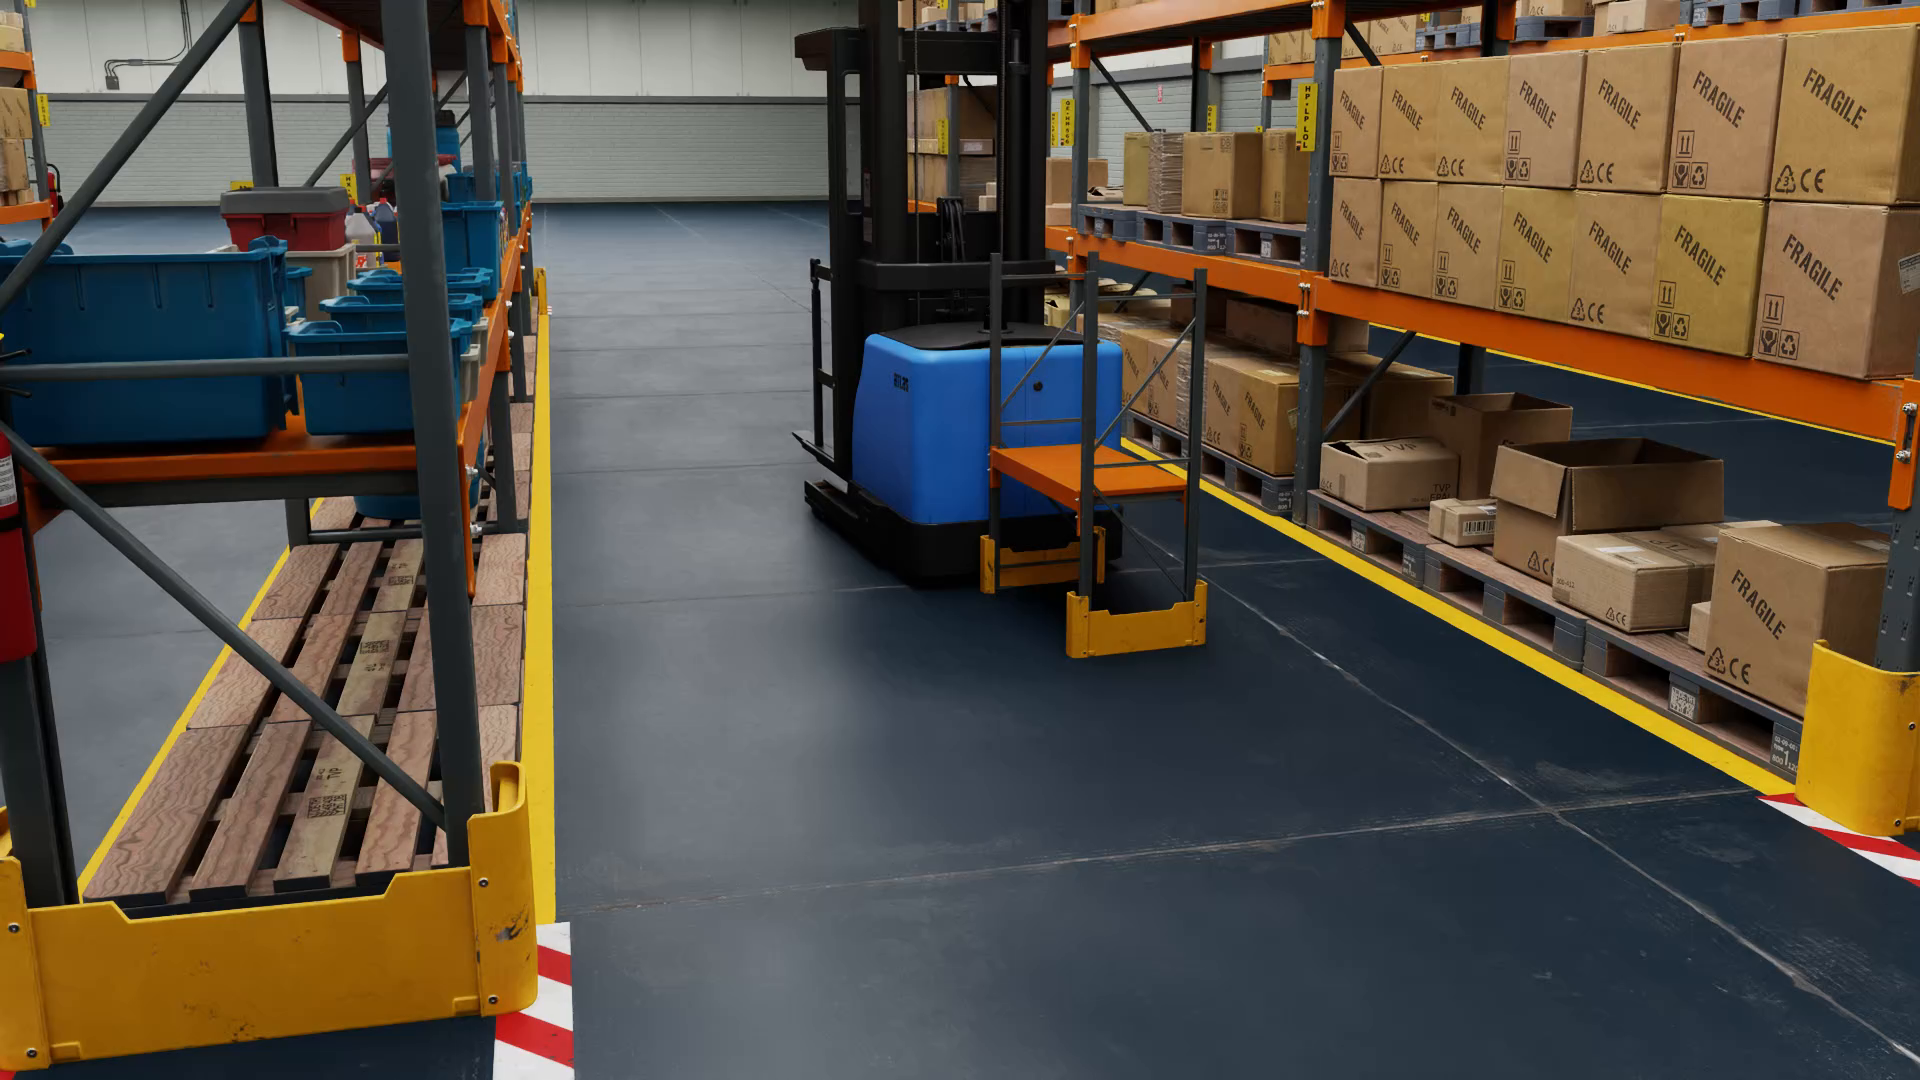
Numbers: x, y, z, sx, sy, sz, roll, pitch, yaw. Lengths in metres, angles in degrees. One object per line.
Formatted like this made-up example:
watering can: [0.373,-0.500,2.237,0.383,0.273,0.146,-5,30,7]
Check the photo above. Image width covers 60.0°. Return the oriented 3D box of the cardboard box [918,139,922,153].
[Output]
cardboard box: [-0.258,-4.176,17.622,0.380,0.149,0.250,-3,14,-11]

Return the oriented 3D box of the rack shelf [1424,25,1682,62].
rack shelf: [5.660,-4.331,15.029,1.077,0.370,4.000,-3,14,-13]

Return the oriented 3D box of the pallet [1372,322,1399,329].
pallet: [4.998,-2.483,18.145,1.003,0.211,1.213,-3,14,-13]

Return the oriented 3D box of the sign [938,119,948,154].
sign: [-0.163,-3.835,15.814,0.100,0.325,0.005,-3,14,-13]

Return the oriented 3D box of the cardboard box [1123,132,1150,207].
cardboard box: [1.573,-2.598,11.646,0.700,0.500,0.500,-9,16,-32]

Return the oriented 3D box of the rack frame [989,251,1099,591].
rack frame: [0.370,-0.522,7.404,0.500,1.500,0.032,-5,15,-19]

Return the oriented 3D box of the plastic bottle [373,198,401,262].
plastic bottle: [-3.237,-1.750,9.374,0.144,0.351,0.185,-3,14,-13]

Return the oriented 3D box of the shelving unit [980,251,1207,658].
shelving unit: [0.541,-0.406,6.930,0.587,1.500,1.083,-5,15,-19]

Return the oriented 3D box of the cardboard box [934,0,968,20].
cardboard box: [0.112,-5.574,17.203,0.797,0.503,0.637,-2,14,-7]

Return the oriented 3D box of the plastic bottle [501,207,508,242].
plastic bottle: [-2.936,-2.030,10.662,0.061,0.283,0.133,-3,14,-13]

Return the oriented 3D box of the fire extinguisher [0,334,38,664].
fire extinguisher: [-2.027,-0.085,3.404,0.296,0.674,0.183,-3,14,-13]

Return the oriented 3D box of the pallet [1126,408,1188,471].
pallet: [1.737,-0.675,10.745,1.003,0.211,1.213,-3,14,-13]

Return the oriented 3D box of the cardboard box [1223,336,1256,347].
cardboard box: [2.014,-1.041,10.709,0.500,0.500,0.500,-4,14,-15]

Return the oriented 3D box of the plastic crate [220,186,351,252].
plastic crate: [-2.595,-1.127,6.458,0.402,0.464,0.583,-3,14,-13]

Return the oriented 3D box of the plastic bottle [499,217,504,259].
plastic bottle: [-2.647,-1.746,9.500,0.061,0.283,0.133,-3,14,-13]

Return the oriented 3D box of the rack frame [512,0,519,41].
rack frame: [-5.379,-6.969,17.992,1.000,3.000,0.127,-3,14,-13]

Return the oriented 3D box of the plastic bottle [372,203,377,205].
plastic bottle: [-3.712,-2.001,10.568,0.097,0.271,0.097,0,14,0]

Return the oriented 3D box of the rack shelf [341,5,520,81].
rack shelf: [-3.970,-3.779,12.768,1.077,0.370,4.000,-3,14,-13]

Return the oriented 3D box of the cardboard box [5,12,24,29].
cardboard box: [-9.825,-5.310,16.998,0.380,0.149,0.250,-3,14,-13]

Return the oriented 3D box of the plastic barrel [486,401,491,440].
plastic barrel: [-3.103,-0.870,9.862,0.600,0.588,0.708,-3,14,-13]

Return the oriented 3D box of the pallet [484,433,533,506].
pallet: [-2.991,-0.394,9.597,1.003,0.211,1.213,-3,14,-13]

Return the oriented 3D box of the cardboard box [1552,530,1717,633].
cardboard box: [2.633,0.150,6.358,0.500,0.250,0.500,-3,14,-13]

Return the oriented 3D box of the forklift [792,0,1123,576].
forklift: [-0.207,-1.563,8.651,1.130,2.935,3.031,-5,15,-19]

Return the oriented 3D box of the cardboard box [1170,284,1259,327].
cardboard box: [1.781,-1.633,11.551,0.500,0.250,0.500,-3,14,-11]

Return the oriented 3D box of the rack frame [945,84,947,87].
rack frame: [-0.563,-4.330,19.831,1.000,3.000,0.127,-3,14,-13]

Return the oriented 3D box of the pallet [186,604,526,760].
pallet: [-2.060,0.517,5.865,1.003,0.211,1.213,-3,14,-13]

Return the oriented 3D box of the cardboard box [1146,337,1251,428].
cardboard box: [1.514,-1.007,10.567,0.500,0.500,0.500,-4,14,-15]

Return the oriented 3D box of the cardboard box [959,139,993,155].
cardboard box: [0.104,-3.822,16.173,0.380,0.149,0.250,-3,14,-13]

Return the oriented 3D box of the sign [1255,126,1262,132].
sign: [3.724,-4.997,20.738,0.100,0.325,0.005,-3,14,-13]

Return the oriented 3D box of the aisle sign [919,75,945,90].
aisle sign: [-0.293,-5.625,19.652,0.394,0.787,0.004,-3,14,-13]

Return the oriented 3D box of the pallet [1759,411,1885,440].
pallet: [6.525,-0.940,11.830,1.003,0.211,1.213,-3,14,-13]

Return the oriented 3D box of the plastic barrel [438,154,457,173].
plastic barrel: [-4.428,-2.965,13.958,0.433,0.535,0.433,0,14,0]

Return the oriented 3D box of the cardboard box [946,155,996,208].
cardboard box: [0.266,-3.558,16.460,0.700,0.500,0.500,-4,14,-15]

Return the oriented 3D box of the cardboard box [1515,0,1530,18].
cardboard box: [5.386,-5.030,15.676,0.500,0.311,0.500,-3,14,-11]

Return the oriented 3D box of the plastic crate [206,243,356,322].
plastic crate: [-2.381,-0.896,5.896,0.437,0.282,0.530,-3,14,-13]

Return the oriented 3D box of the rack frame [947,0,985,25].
rack frame: [0.376,-6.322,15.342,1.000,3.000,0.127,-3,14,-13]

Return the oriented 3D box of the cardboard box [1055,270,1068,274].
cardboard box: [0.878,-2.351,15.457,0.500,0.311,0.500,-3,14,-12]

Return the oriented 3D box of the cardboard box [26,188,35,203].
cardboard box: [-9.926,-3.603,17.382,0.380,0.149,0.250,-3,14,-13]

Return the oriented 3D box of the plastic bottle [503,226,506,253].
plastic bottle: [-2.790,-1.828,10.007,0.097,0.201,0.097,0,14,0]

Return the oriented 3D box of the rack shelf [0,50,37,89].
rack shelf: [-9.724,-4.425,15.415,1.077,0.370,4.000,-3,14,-13]

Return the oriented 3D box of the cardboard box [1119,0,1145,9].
cardboard box: [1.571,-3.774,11.023,0.910,0.500,0.500,-3,14,-13]

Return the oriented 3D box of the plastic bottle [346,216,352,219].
plastic bottle: [-3.258,-1.585,8.854,0.152,0.276,0.135,-3,14,-13]

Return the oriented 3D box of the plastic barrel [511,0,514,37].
plastic barrel: [-4.109,-4.728,14.081,0.600,0.901,0.708,-3,14,-13]

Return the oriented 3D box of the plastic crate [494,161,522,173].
plastic crate: [-4.028,-3.069,14.532,0.402,0.464,0.583,-3,14,-13]

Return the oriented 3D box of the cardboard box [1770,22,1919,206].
cardboard box: [2.823,-1.261,4.950,0.500,0.500,0.500,-3,14,-14]

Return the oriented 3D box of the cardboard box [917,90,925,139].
cardboard box: [-0.088,-4.536,17.727,0.700,0.500,0.500,-3,14,-13]

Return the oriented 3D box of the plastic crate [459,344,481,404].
plastic crate: [-1.354,-0.419,4.251,0.250,0.136,0.298,-3,14,-13]

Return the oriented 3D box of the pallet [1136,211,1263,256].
pallet: [1.777,-1.943,10.464,1.003,0.211,1.213,-3,14,-13]

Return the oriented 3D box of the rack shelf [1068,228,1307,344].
rack shelf: [1.785,-1.674,10.474,1.077,0.370,4.000,-3,14,-13]

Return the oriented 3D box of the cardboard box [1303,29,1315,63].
cardboard box: [4.304,-5.786,19.217,0.500,0.500,0.500,-3,14,-11]

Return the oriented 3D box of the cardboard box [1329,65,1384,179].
cardboard box: [2.092,-1.972,7.860,0.500,0.500,0.500,-3,14,-12]

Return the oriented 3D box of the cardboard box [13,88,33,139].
cardboard box: [-9.824,-4.345,16.946,0.500,0.500,0.500,-3,14,-13]

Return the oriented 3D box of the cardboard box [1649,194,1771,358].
cardboard box: [2.700,-0.895,5.561,0.500,0.500,0.500,-3,14,-13]

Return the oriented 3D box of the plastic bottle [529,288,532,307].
plastic bottle: [-4.489,-2.487,17.097,0.152,0.276,0.135,-3,14,-13]
